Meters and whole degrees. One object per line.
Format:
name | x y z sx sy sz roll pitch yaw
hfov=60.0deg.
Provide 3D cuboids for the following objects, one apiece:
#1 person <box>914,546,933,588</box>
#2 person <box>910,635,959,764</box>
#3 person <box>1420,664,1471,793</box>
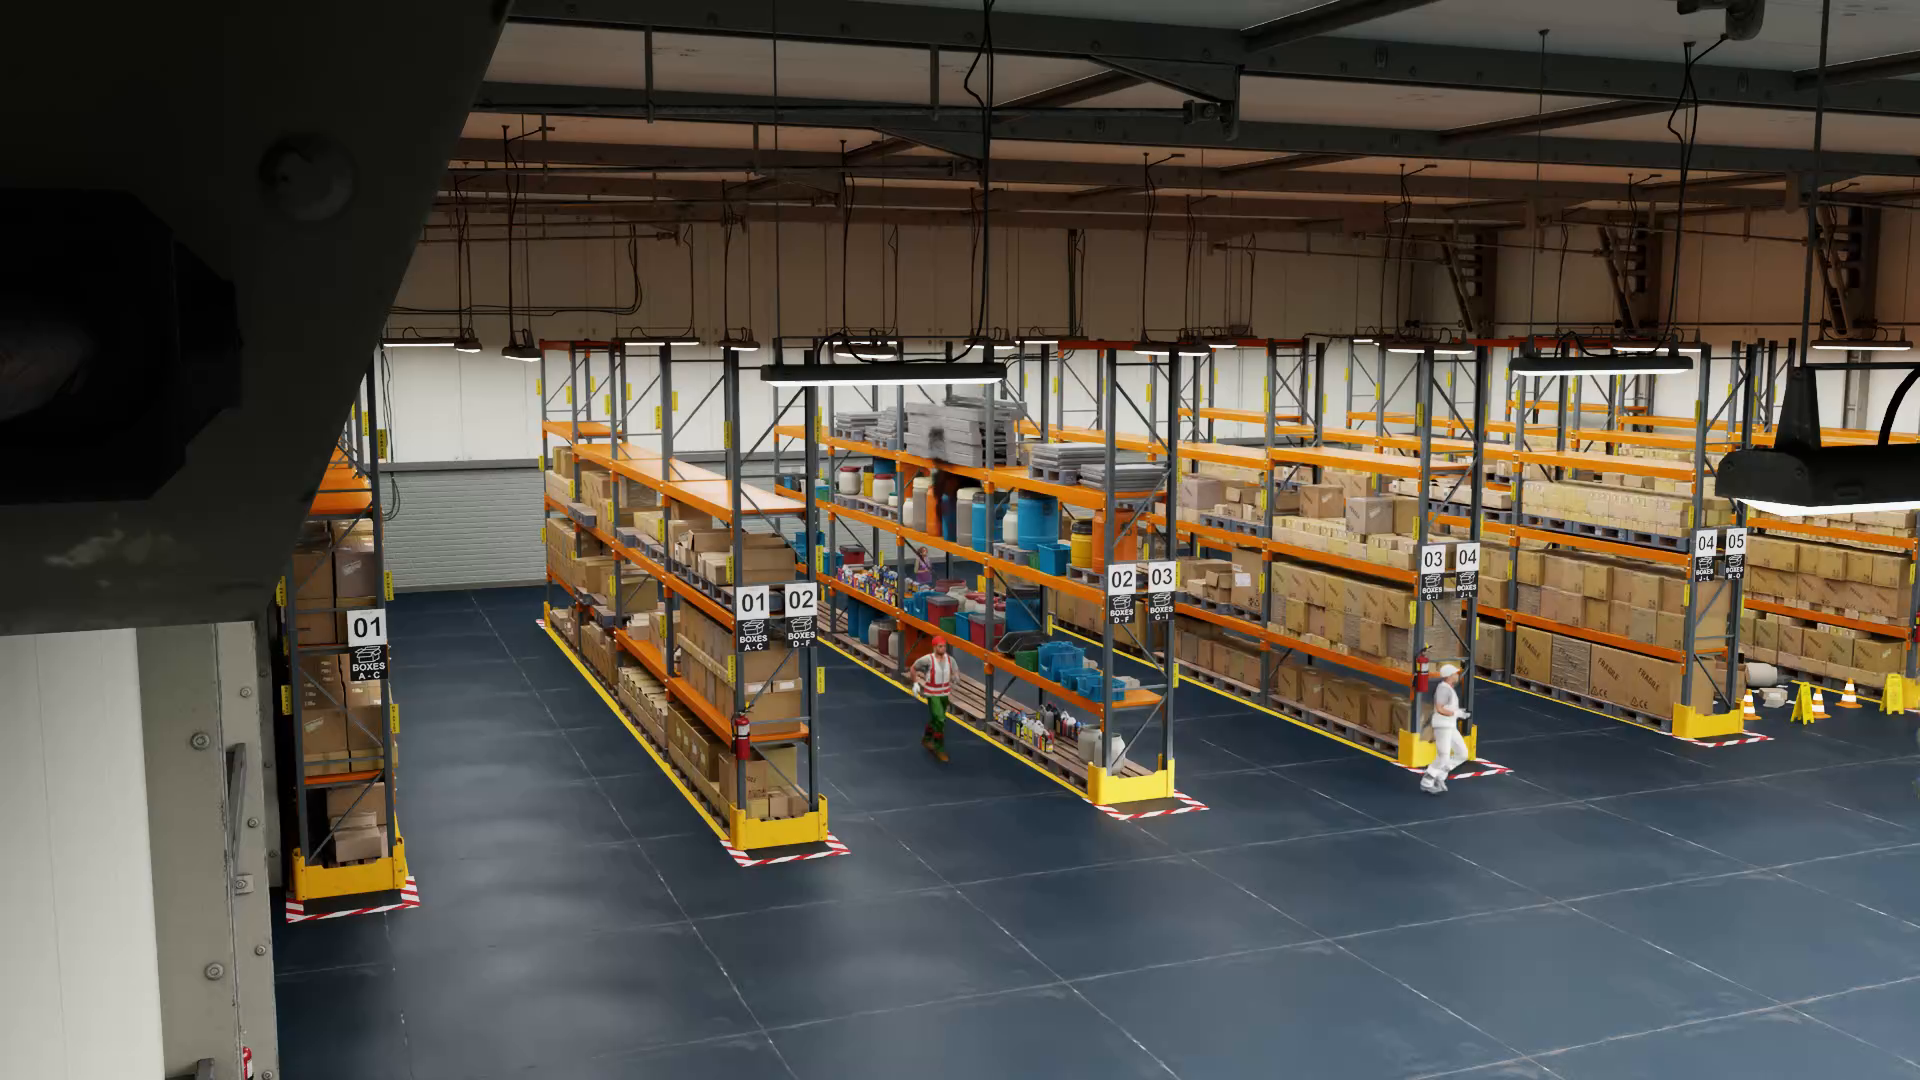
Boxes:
person | -0.782 0.936 35.320 0.523 1.634 0.709 -5 9 -36
person | -0.334 2.295 24.234 0.643 1.844 0.876 -6 9 -37
person | 6.629 2.548 22.535 0.612 1.732 0.662 4 9 30
